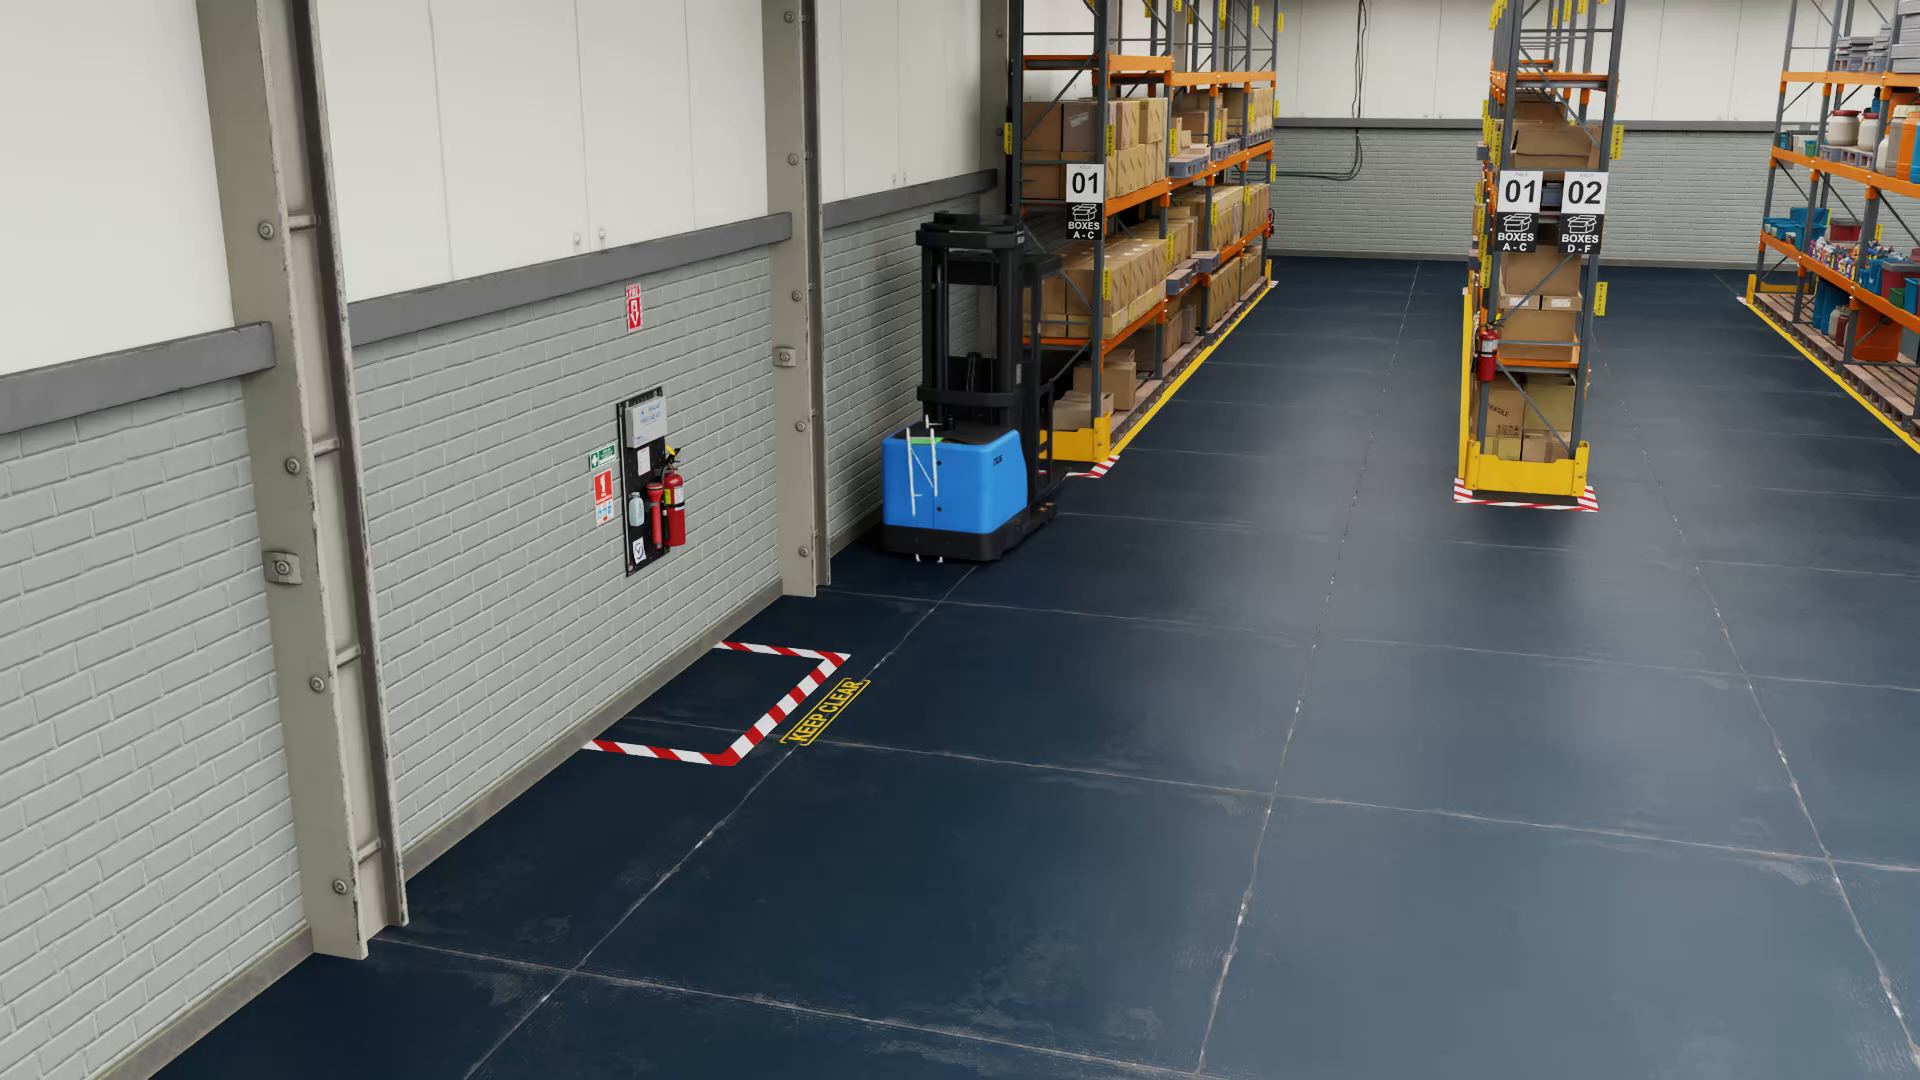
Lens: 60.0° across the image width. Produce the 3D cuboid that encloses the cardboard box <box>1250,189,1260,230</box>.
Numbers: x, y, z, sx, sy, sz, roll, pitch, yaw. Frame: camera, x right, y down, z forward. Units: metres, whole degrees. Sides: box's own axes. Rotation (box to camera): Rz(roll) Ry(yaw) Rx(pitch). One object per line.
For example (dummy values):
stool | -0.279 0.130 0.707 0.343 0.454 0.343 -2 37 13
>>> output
cardboard box | 5.038 -6.164 30.937 0.980 0.700 0.700 4 16 13

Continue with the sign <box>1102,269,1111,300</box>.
sign | 1.568 -2.733 17.801 0.100 0.325 0.005 5 16 16

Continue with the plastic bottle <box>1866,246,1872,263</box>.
plastic bottle | 13.782 -4.317 25.208 0.097 0.271 0.097 0 16 0

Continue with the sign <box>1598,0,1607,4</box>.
sign | 7.460 -6.384 19.264 0.100 0.325 0.005 5 16 16

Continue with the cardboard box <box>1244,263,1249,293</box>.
cardboard box | 4.915 -4.816 30.544 0.700 0.500 0.500 4 16 15

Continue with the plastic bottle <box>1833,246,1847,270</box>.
plastic bottle | 12.936 -4.136 24.424 0.144 0.351 0.185 5 16 16

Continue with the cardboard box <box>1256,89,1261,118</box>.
cardboard box | 5.069 -7.779 29.631 0.500 0.500 0.500 4 16 15

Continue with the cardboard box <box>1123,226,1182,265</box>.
cardboard box | 2.685 -4.115 23.273 0.700 0.500 0.500 7 17 24

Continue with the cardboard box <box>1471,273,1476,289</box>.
cardboard box | 9.777 -4.799 30.905 0.500 0.250 0.500 5 16 16

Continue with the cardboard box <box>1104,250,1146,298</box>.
cardboard box | 1.910 -3.157 19.748 0.500 0.500 0.500 5 17 18

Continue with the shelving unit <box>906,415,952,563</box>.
shelving unit | -0.229 -0.455 14.608 0.258 1.200 0.503 2 18 19

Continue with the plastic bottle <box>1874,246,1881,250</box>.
plastic bottle | 13.907 -4.314 25.190 0.152 0.276 0.135 5 16 16

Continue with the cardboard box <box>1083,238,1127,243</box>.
cardboard box | 1.851 -3.596 21.296 0.500 0.500 0.500 4 16 15

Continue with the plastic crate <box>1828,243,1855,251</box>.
plastic crate | 14.226 -4.742 26.845 0.396 0.136 0.243 5 16 16

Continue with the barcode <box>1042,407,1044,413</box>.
barcode | 0.952 -1.491 19.113 0.001 0.075 0.075 5 16 16

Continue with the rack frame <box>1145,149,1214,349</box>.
rack frame | 3.321 -4.451 25.446 1.000 3.000 0.127 5 16 16

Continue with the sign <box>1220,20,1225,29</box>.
sign | 5.064 -10.001 32.015 0.100 0.325 0.005 5 16 16

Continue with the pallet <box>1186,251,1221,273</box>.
pallet | 3.221 -4.164 24.786 1.213 0.211 1.003 5 16 16

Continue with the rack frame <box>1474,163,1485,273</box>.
rack frame | 10.345 -6.161 31.475 1.000 3.000 0.127 5 16 16

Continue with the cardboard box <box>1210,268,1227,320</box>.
cardboard box | 3.911 -4.030 27.131 0.750 0.750 0.750 5 16 16

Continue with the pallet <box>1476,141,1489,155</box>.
pallet | 8.956 -6.302 26.819 1.213 0.211 1.003 5 16 16

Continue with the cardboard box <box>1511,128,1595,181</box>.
cardboard box | 5.966 -3.887 16.746 0.797 0.503 0.637 6 17 20

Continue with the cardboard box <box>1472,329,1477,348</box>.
cardboard box | 7.207 -2.697 22.503 0.500 0.311 0.500 4 16 15

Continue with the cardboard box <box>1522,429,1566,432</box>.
cardboard box | 6.302 -1.108 17.930 0.500 0.250 0.500 5 16 16

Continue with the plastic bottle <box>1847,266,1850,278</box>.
plastic bottle | 12.642 -3.816 23.569 0.097 0.201 0.097 0 16 0

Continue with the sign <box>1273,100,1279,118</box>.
sign | 6.111 -8.330 32.145 0.100 0.325 0.005 5 16 16

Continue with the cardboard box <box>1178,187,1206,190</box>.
cardboard box | 3.935 -5.822 28.139 0.500 0.250 0.500 5 17 17

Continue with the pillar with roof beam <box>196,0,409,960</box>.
pillar with roof beam | 1.135 -2.021 5.885 9.100 9.000 0.400 5 16 16

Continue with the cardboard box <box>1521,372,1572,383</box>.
cardboard box | 6.434 -1.601 18.292 0.500 0.500 0.500 5 16 16

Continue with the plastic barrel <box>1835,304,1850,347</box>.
plastic barrel | 13.263 -3.150 24.507 0.600 0.588 0.708 5 16 16

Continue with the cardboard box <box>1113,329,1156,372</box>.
cardboard box | 2.378 -2.608 22.721 0.700 0.500 0.500 5 17 18

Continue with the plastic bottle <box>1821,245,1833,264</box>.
plastic bottle | 13.197 -4.336 25.267 0.152 0.276 0.135 5 16 16

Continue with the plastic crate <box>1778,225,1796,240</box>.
plastic crate | 14.248 -5.262 28.503 0.416 0.233 0.300 5 16 16

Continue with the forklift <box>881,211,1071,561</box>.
forklift | 0.295 -1.588 15.476 1.130 2.935 3.031 6 17 20

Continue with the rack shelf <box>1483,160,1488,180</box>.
rack shelf | 8.640 -5.688 25.629 1.077 0.370 4.000 5 16 16

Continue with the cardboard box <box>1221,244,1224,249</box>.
cardboard box | 4.144 -4.879 27.377 0.380 0.149 0.250 5 17 18

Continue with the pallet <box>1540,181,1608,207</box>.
pallet | 6.024 -3.559 16.964 1.003 0.211 1.213 5 16 16

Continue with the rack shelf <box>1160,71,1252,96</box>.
rack shelf | 3.890 -7.322 26.625 1.077 0.370 4.000 5 16 16

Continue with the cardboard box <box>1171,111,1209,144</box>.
cardboard box | 3.504 -6.428 25.930 0.700 0.500 0.500 4 16 13

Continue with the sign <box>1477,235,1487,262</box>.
sign | 6.412 -3.580 20.398 0.100 0.325 0.005 5 16 16

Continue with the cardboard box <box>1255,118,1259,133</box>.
cardboard box | 5.066 -7.411 29.708 0.500 0.250 0.500 4 16 15

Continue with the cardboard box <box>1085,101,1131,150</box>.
cardboard box | 1.581 -4.549 18.243 0.500 0.500 0.500 4 16 15

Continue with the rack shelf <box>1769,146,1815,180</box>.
rack shelf | 14.525 -6.350 27.961 1.077 0.370 4.000 5 16 16

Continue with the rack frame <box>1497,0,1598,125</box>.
rack frame | 6.935 -5.908 19.587 1.000 3.000 0.127 5 16 16

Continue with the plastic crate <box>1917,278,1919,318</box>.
plastic crate | 11.527 -2.818 19.570 0.402 0.464 0.583 5 16 16

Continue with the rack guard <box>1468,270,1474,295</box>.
rack guard | 10.324 -4.939 31.746 1.175 0.500 0.348 5 16 16

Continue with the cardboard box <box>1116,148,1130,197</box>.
cardboard box | 1.569 -4.065 18.367 0.500 0.500 0.500 6 17 20

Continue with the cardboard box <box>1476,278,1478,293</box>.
cardboard box | 8.411 -3.984 26.199 0.500 0.250 0.500 4 16 15

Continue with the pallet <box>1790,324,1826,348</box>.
pallet | 13.697 -3.189 26.108 1.003 0.211 1.213 5 16 16

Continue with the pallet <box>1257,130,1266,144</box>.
pallet | 5.049 -7.430 30.612 1.003 0.211 1.213 5 16 16

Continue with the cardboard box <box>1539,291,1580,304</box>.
cardboard box | 6.189 -2.491 17.162 0.380 0.149 0.250 4 16 14

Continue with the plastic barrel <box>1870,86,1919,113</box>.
plastic barrel | 13.618 -6.157 24.276 0.600 0.901 0.708 5 16 16
